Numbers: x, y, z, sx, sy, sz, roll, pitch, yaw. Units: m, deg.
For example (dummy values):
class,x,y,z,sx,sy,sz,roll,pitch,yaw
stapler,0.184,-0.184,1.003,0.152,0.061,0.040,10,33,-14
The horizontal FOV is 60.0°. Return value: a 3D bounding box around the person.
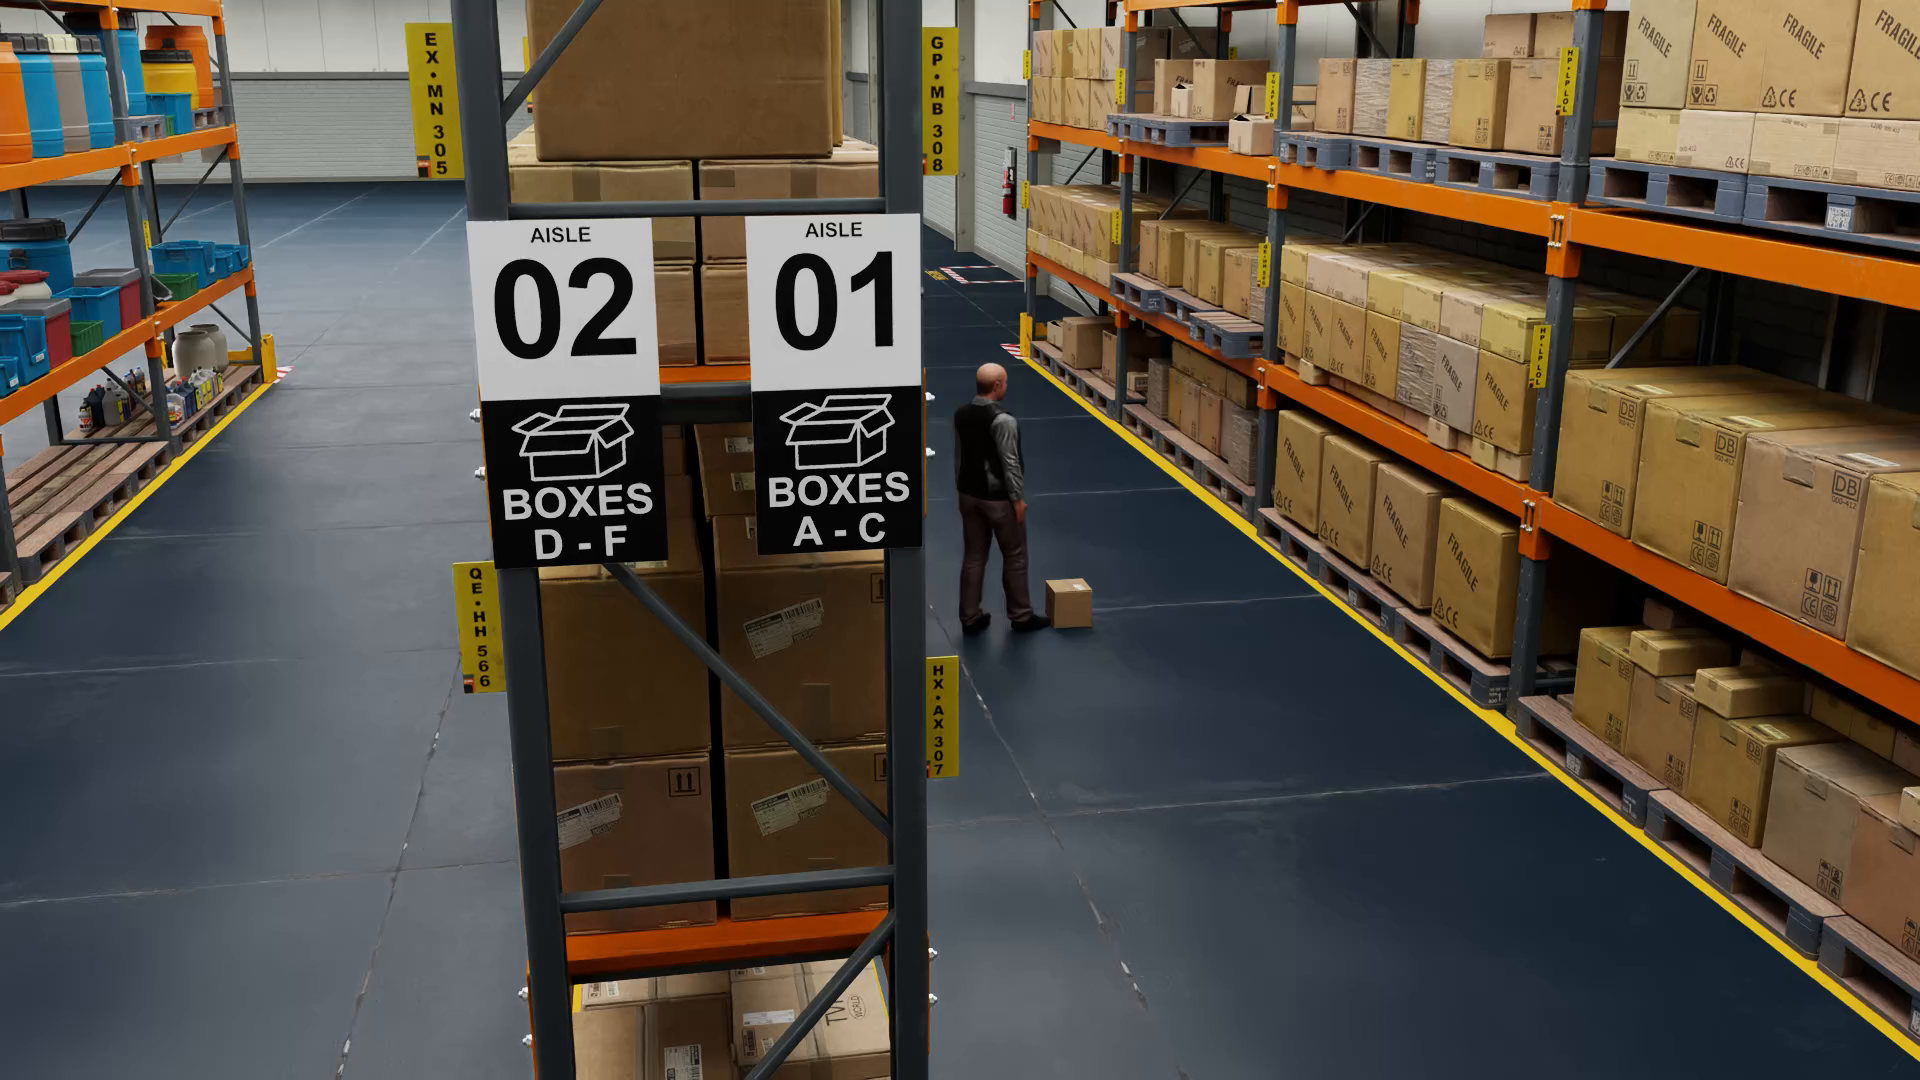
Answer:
class,x,y,z,sx,sy,sz,roll,pitch,yaw
person,0.255,-0.269,10.488,0.573,1.732,0.559,-15,22,-42
